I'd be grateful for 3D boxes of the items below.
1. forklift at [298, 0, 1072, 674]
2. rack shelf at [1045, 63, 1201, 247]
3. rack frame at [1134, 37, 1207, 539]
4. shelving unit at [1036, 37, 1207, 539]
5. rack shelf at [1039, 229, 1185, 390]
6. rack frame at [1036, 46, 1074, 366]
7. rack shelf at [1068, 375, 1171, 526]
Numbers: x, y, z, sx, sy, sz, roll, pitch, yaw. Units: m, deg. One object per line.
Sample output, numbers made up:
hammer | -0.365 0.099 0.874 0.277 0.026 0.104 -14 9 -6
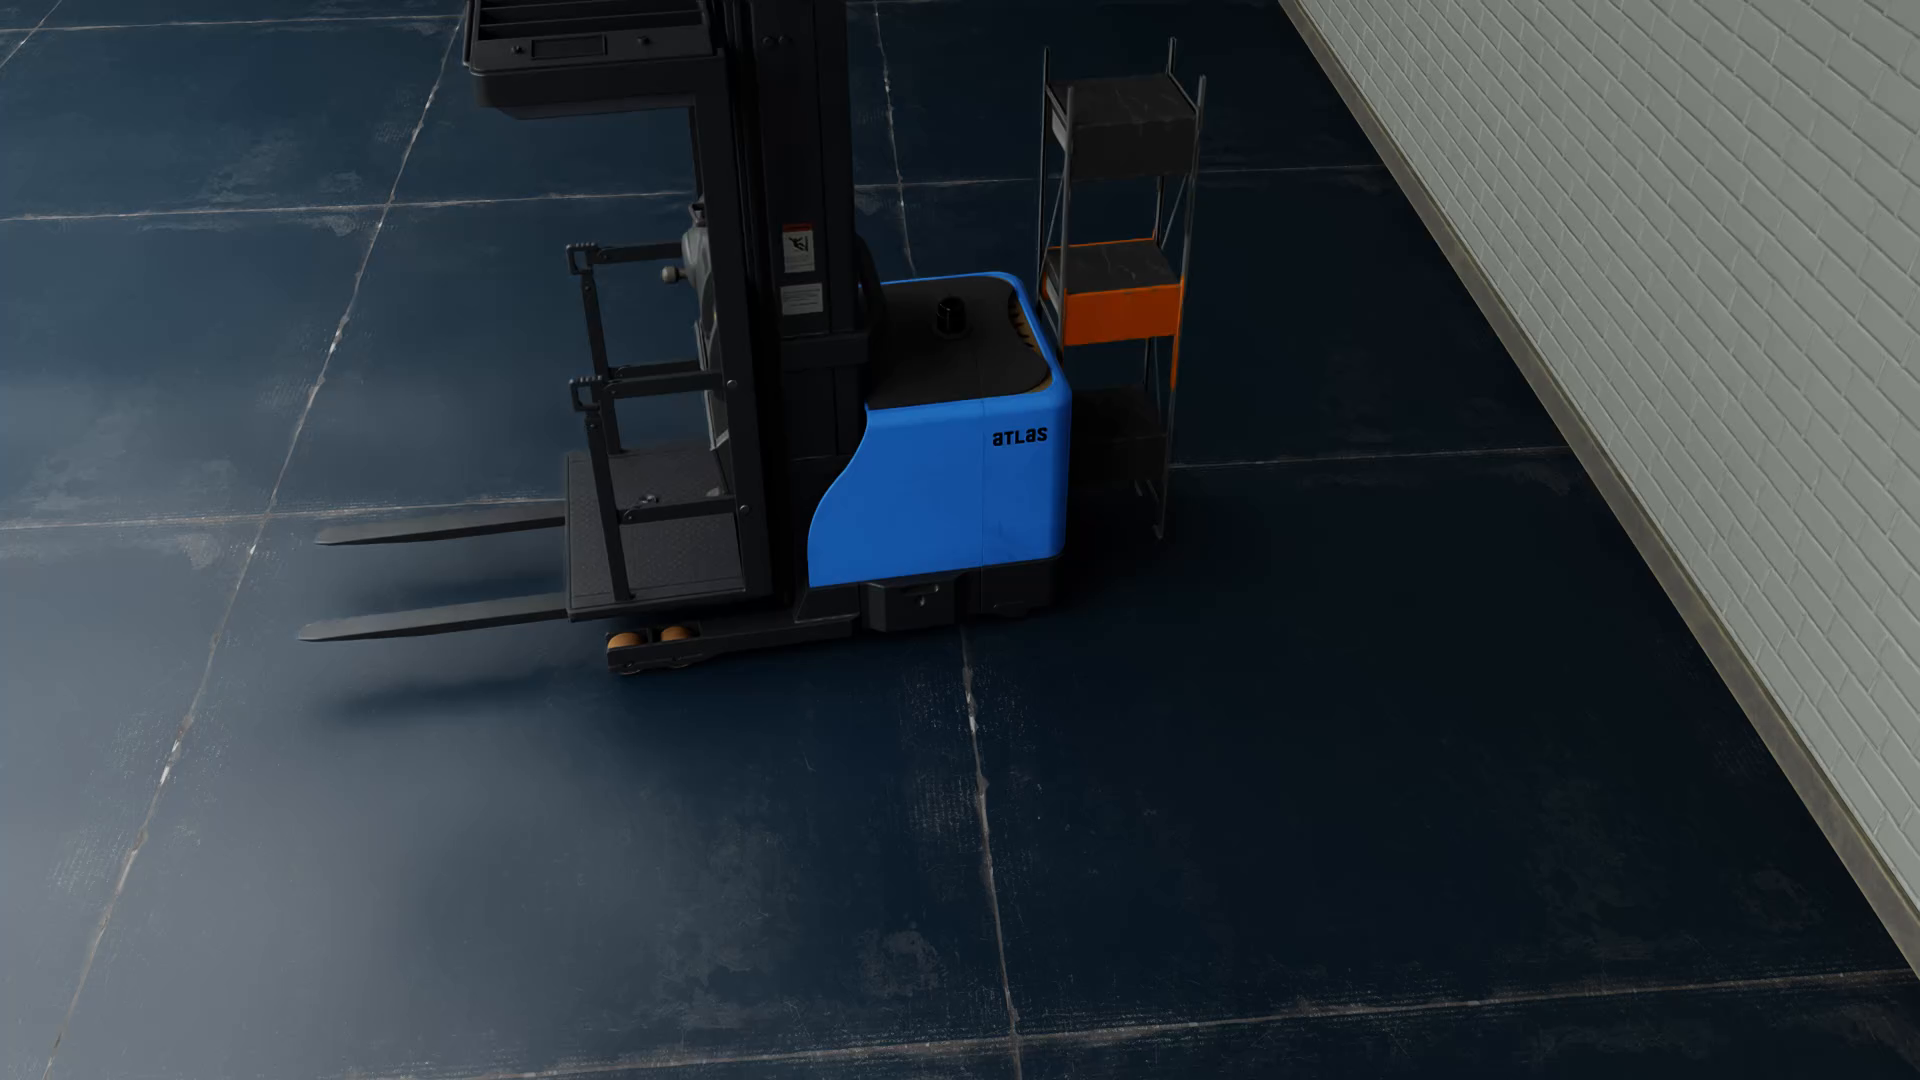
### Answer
forklift | -1.130 -0.977 6.122 3.031 2.935 1.130 -7 39 -9
rack shelf | 0.598 -1.459 6.296 0.480 0.518 0.431 -7 39 -9
rack frame | 0.838 -0.949 6.758 0.015 2.100 0.400 -7 39 -9
shelving unit | 0.598 -0.920 6.721 0.503 2.100 0.431 -7 39 -9
rack shelf | 0.598 -0.909 6.729 0.480 0.518 0.431 -7 39 -9
rack frame | 0.359 -0.891 6.684 0.015 2.100 0.400 -7 39 -9
rack shelf | 0.598 -0.360 7.163 0.480 0.518 0.431 -7 39 -9
